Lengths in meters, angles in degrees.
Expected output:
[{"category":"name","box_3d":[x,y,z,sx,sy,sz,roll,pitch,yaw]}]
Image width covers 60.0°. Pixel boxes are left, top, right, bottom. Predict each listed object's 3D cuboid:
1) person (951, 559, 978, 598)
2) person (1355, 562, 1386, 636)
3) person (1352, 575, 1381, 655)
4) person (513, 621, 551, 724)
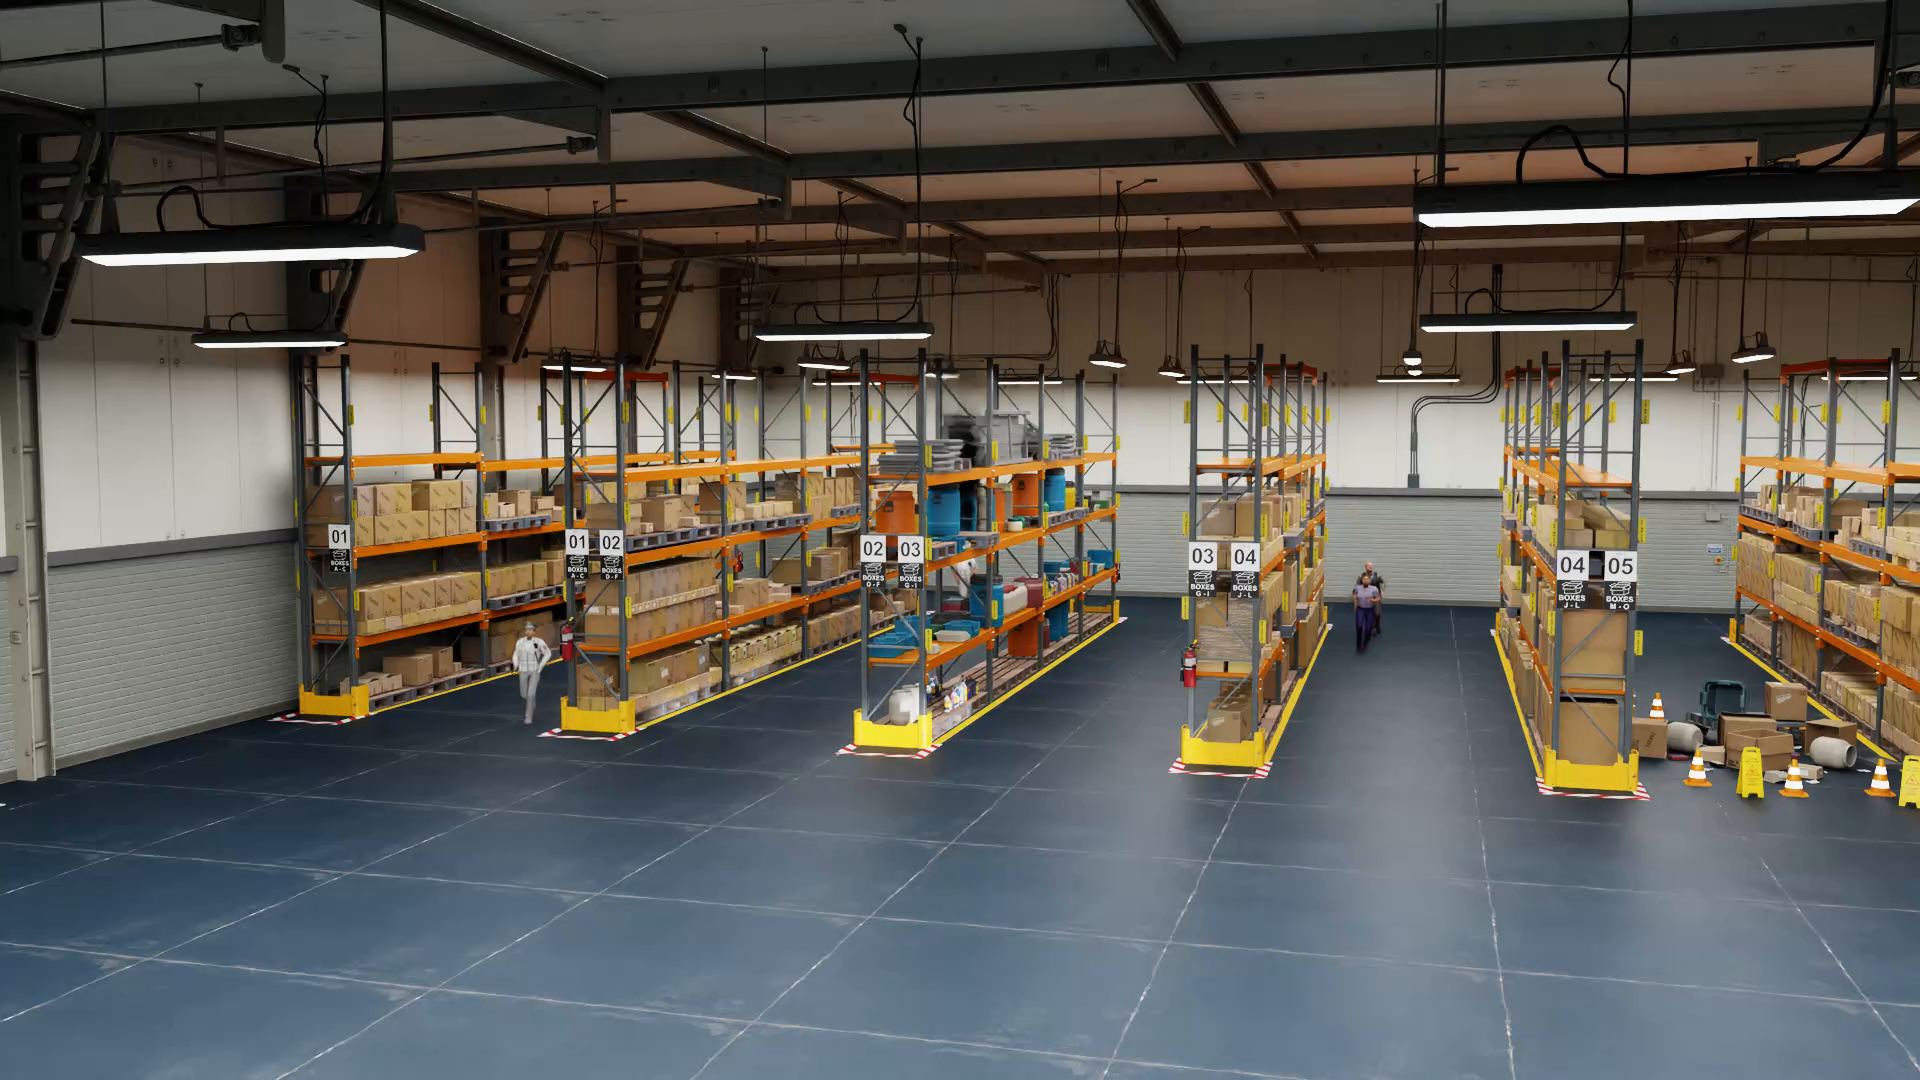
[{"category":"person","box_3d":[0.113,1.053,41.069,0.688,1.774,0.860,0,4,6]},{"category":"person","box_3d":[9.292,1.338,37.628,0.684,1.677,0.522,1,4,10]},{"category":"person","box_3d":[8.586,1.577,35.139,0.579,1.691,0.808,1,4,11]},{"category":"person","box_3d":[-7.013,2.149,27.242,0.622,1.674,0.664,0,4,0]}]
